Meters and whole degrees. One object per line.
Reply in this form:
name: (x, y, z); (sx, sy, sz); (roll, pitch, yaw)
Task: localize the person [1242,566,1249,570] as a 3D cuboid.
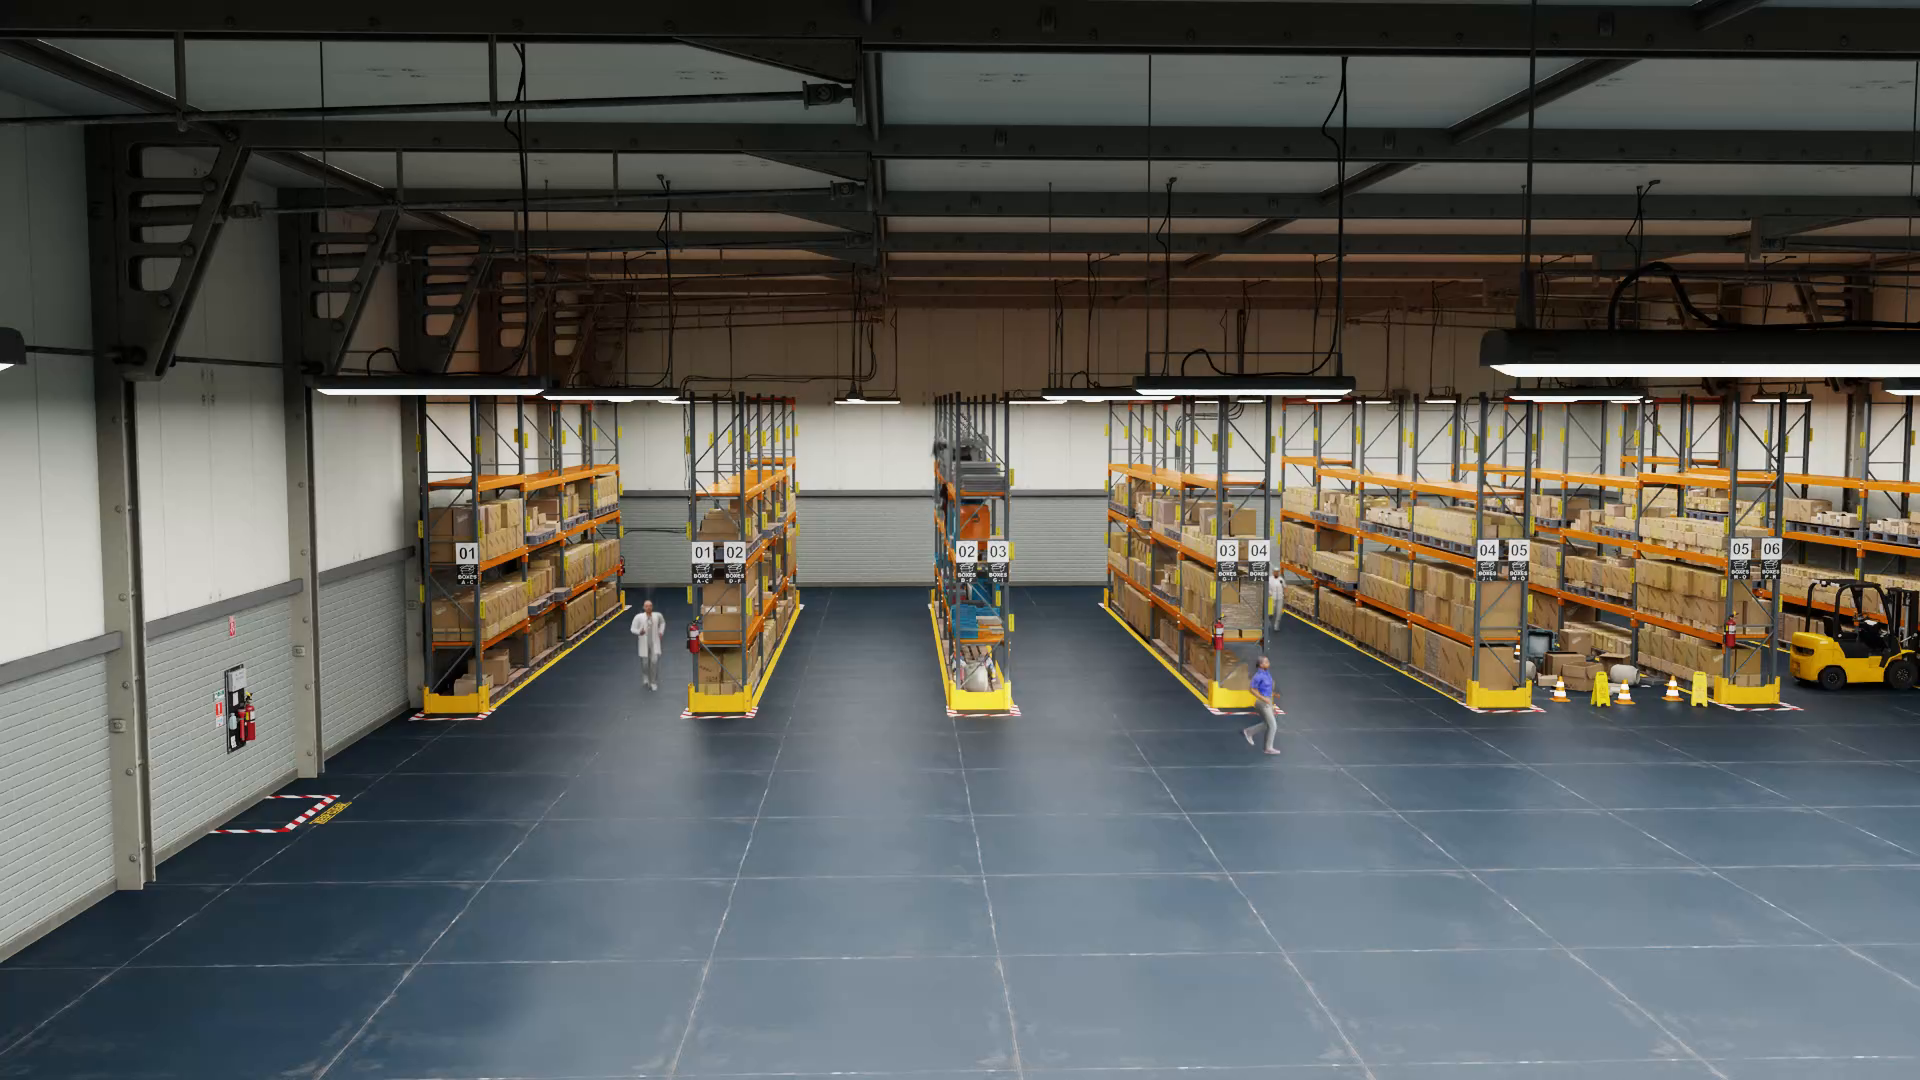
person: (8.144, 0.988, 48.247); (0.876, 1.738, 0.771); (-4, 6, -43)

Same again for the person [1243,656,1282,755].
person: (4.998, 2.718, 27.475); (0.634, 1.607, 0.579); (3, 5, 30)

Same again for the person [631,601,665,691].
person: (-6.305, 2.116, 33.709); (0.710, 1.781, 1.049); (-1, 5, -16)

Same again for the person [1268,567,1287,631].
person: (8.084, 1.509, 42.530); (0.603, 1.618, 0.570); (0, 5, 0)
